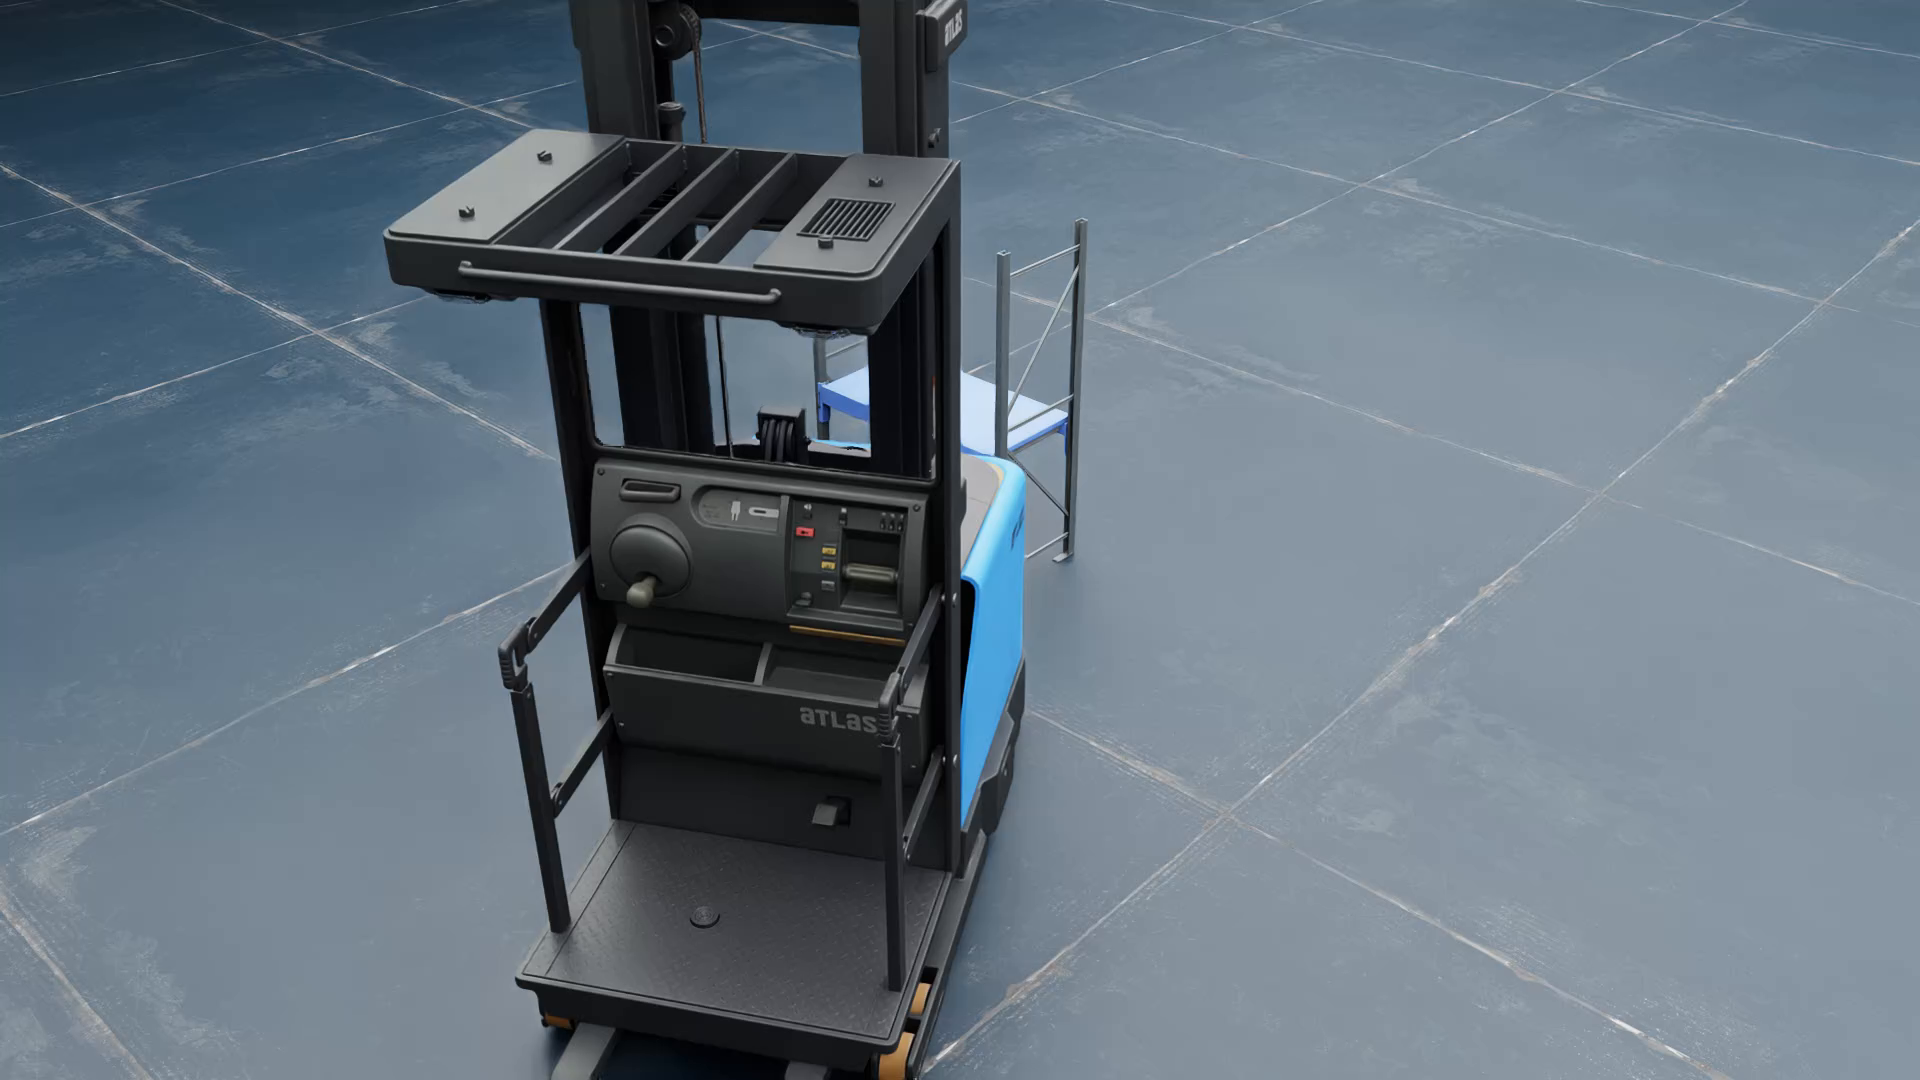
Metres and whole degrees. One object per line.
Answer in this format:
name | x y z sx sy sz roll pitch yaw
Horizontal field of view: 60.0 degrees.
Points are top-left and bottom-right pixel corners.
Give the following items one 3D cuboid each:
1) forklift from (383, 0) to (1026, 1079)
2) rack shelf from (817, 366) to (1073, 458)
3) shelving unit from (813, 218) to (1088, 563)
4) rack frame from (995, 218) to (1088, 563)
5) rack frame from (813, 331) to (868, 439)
forklift | -0.594 0.075 4.284 1.130 2.935 3.031 7 32 11
rack shelf | -0.063 -0.518 7.005 1.000 0.185 0.538 25 39 35
shelving unit | -0.063 -0.672 6.912 1.048 1.500 0.538 25 39 35
rack frame | 0.314 -0.496 6.620 0.032 1.500 0.500 25 39 35
rack frame | -0.440 -0.848 7.204 0.032 1.500 0.500 25 39 35
